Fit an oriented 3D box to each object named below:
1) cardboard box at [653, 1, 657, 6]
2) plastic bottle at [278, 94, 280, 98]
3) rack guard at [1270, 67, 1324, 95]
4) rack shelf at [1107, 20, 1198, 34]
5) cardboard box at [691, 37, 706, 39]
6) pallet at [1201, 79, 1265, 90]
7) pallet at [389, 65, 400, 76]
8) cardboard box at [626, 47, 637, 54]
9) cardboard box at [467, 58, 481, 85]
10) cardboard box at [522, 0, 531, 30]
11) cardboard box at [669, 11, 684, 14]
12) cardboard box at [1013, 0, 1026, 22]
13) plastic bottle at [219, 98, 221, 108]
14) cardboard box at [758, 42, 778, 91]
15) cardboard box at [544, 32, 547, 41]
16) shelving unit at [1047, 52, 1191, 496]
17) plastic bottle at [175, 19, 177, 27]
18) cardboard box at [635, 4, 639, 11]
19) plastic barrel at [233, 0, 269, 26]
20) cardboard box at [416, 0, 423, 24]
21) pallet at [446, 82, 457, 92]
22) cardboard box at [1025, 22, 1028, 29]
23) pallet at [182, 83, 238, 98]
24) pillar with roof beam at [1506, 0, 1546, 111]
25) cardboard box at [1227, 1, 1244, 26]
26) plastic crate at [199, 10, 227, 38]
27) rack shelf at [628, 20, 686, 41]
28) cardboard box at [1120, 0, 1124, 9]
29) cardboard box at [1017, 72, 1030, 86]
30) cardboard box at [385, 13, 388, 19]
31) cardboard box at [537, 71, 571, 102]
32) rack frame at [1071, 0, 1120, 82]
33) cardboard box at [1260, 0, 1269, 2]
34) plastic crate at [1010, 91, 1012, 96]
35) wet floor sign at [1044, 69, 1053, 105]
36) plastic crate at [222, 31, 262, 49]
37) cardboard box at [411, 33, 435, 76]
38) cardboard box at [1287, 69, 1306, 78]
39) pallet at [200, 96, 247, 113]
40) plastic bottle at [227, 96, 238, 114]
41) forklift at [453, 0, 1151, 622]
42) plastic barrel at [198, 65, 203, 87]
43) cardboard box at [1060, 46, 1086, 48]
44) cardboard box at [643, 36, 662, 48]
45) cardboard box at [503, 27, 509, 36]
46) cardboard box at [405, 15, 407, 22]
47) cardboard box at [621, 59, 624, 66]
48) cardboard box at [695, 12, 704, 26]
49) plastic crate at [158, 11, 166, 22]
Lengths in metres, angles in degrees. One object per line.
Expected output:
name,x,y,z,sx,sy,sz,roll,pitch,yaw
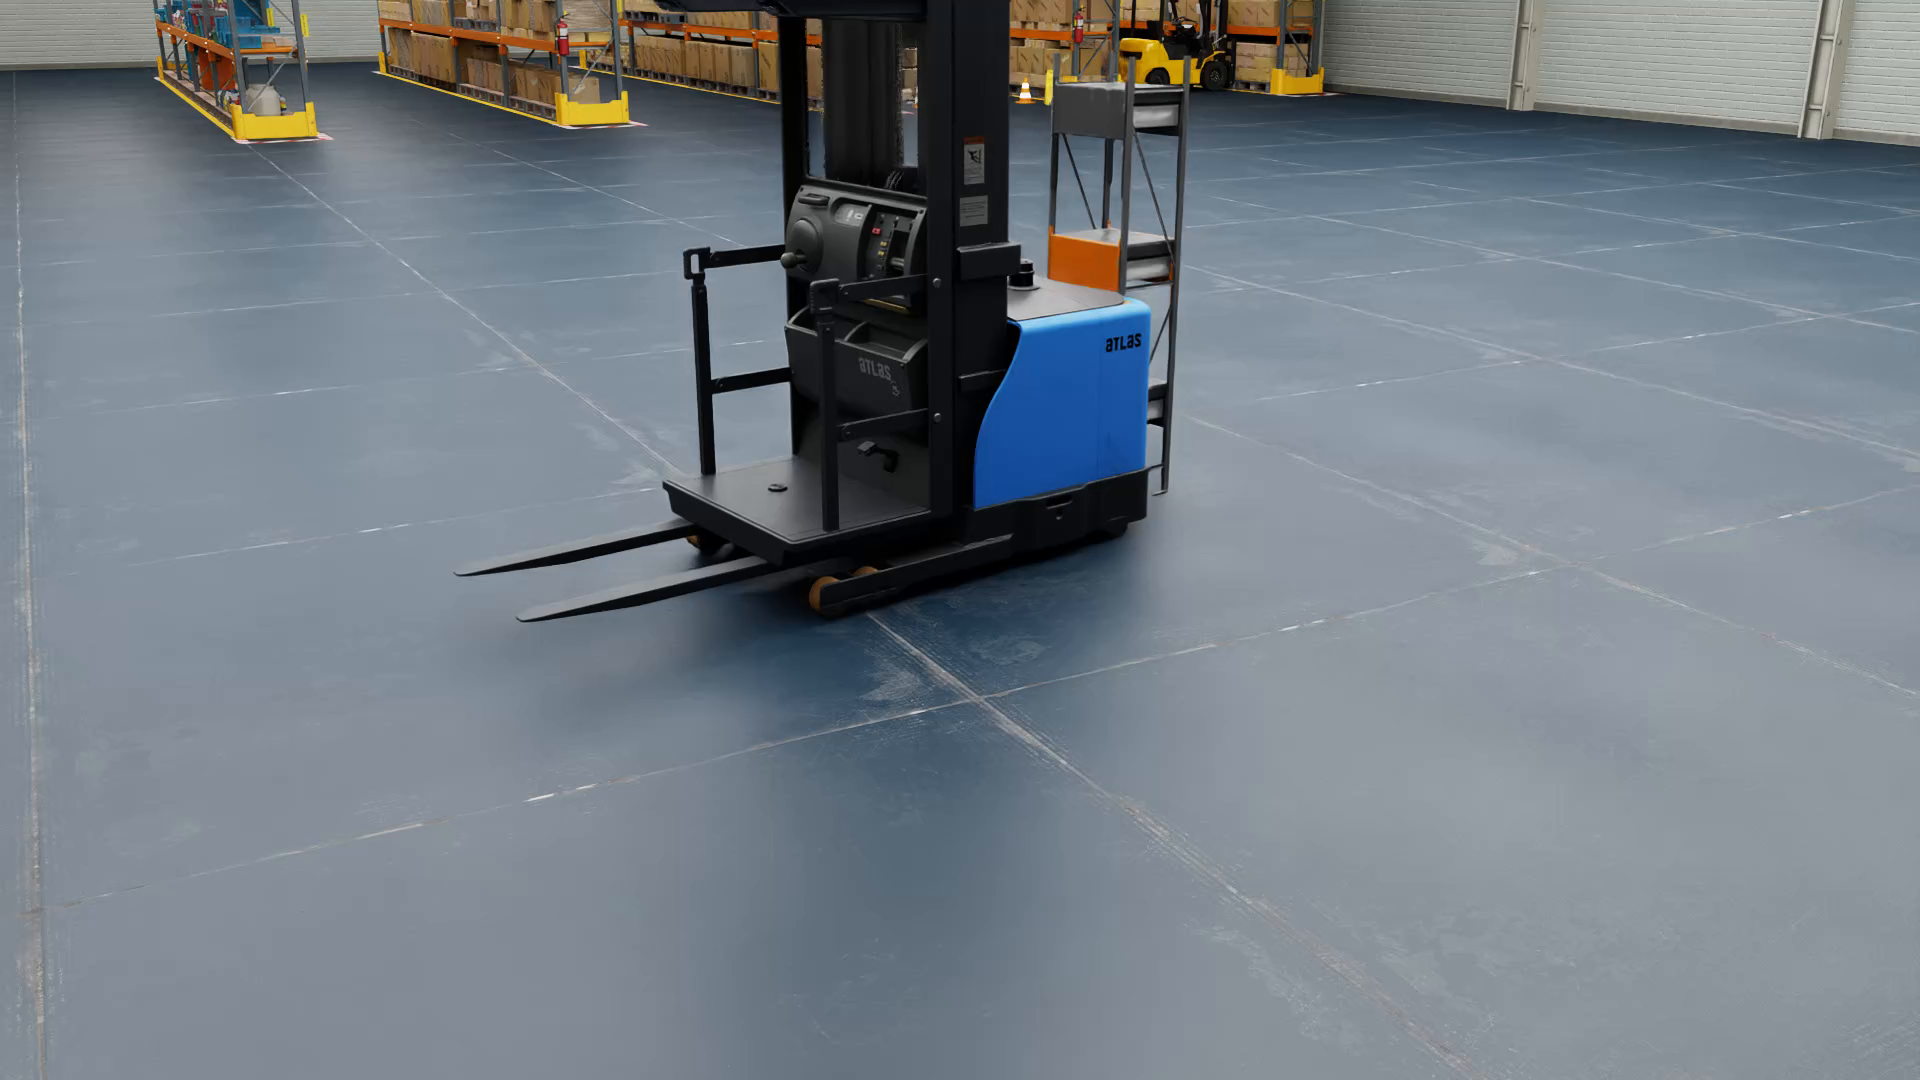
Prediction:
cardboard box,-6.630,-12.019,37.148,0.380,0.149,0.250,-10,21,-27
plastic bottle,-11.227,-7.214,27.448,0.097,0.271,0.097,0,19,0
rack guard,6.980,-9.512,34.432,1.175,0.500,0.348,-10,21,-27
rack shelf,4.120,-12.083,39.153,1.077,0.370,4.000,-10,21,-27
cardboard box,-5.860,-11.184,37.483,0.500,0.250,0.500,-10,22,-27
pallet,5.994,-9.946,36.130,1.003,0.211,1.213,-10,21,-27
pallet,-13.268,-11.453,40.500,1.003,0.211,1.213,-10,21,-27
cardboard box,-7.802,-11.774,39.969,0.380,0.149,0.250,-9,21,-25
cardboard box,-9.582,-9.530,33.807,0.700,0.500,0.500,-11,22,-30
cardboard box,-7.126,-9.166,28.988,0.875,0.500,0.500,-10,21,-27
cardboard box,-6.144,-11.582,36.339,0.380,0.149,0.250,-10,21,-26
cardboard box,1.410,-10.669,33.342,0.500,0.500,0.500,-10,21,-26
plastic bottle,-12.515,-7.444,28.222,0.097,0.201,0.097,0,19,0
cardboard box,-3.368,-9.286,32.558,0.875,0.875,0.875,-10,21,-26
cardboard box,-6.823,-8.537,28.158,0.380,0.149,0.250,-10,21,-27
shelving unit,0.738,-1.257,8.044,0.431,2.100,0.503,-14,24,-38
plastic bottle,-15.995,-10.589,34.025,0.097,0.201,0.097,0,19,0
cardboard box,-7.252,-12.252,38.281,0.380,0.149,0.250,-10,21,-26
plastic barrel,-12.294,-9.172,28.844,0.600,0.901,0.708,-10,21,-27
cardboard box,-11.579,-11.573,36.418,0.500,0.500,0.500,-10,21,-27
pallet,-10.226,-9.612,35.164,1.003,0.211,1.213,-10,21,-27
cardboard box,1.528,-10.328,33.349,0.380,0.149,0.250,-10,21,-27
pallet,-15.263,-9.177,33.902,1.003,0.211,1.213,-10,21,-27
pillar with roof beam,6.492,-11.487,27.125,9.100,9.000,0.400,-10,21,-27
cardboard box,6.022,-11.146,35.181,0.500,0.500,0.500,-10,22,-28
plastic crate,-12.877,-8.899,28.724,0.402,0.464,0.583,-10,21,-27
rack shelf,-6.454,-11.666,37.943,1.077,0.370,4.000,-10,21,-27
cardboard box,3.900,-12.558,38.889,0.500,0.250,0.500,-10,21,-26
cardboard box,1.489,-9.319,33.612,0.500,0.250,0.500,-11,22,-29
cardboard box,-13.469,-12.496,39.631,0.380,0.149,0.250,-10,22,-27
cardboard box,-7.221,-8.111,29.726,0.500,0.500,0.500,-12,22,-31
rack frame,2.602,-9.931,31.813,1.000,3.000,0.127,-10,21,-27
cardboard box,6.410,-11.180,34.284,0.380,0.149,0.250,-10,21,-26
plastic crate,0.727,-9.121,33.943,0.583,0.080,0.402,16,25,39
wet floor sign,1.751,-8.598,31.559,0.267,0.644,0.232,-3,19,-8
plastic crate,-10.979,-7.656,25.447,0.499,0.251,0.616,-10,21,-27
cardboard box,-11.496,-10.854,37.102,1.225,0.875,0.875,-10,21,-26
cardboard box,6.908,-9.771,34.921,0.500,0.250,0.500,-10,21,-26
pallet,-13.368,-8.029,30.576,1.003,0.211,1.213,-10,21,-27
plastic bottle,-11.831,-7.085,27.067,0.152,0.276,0.135,-10,21,-26
forklift,-0.606,-1.265,6.804,3.031,2.935,1.130,-14,24,-35
plastic barrel,-14.871,-9.234,32.963,0.421,0.512,0.421,0,19,0
cardboard box,2.199,-9.615,33.318,0.500,0.500,0.500,-11,22,-29
cardboard box,-7.031,-11.546,38.532,0.500,0.250,0.500,-9,21,-25
cardboard box,-8.074,-9.243,30.205,0.380,0.149,0.250,-10,21,-27
cardboard box,-12.373,-11.833,37.710,0.380,0.149,0.250,-10,21,-26
cardboard box,-8.122,-11.644,40.504,0.380,0.149,0.250,-11,22,-28
cardboard box,-5.285,-11.163,35.229,0.500,0.500,0.500,-10,22,-27
plastic crate,-17.480,-11.585,36.771,0.416,0.233,0.300,-10,21,-27
